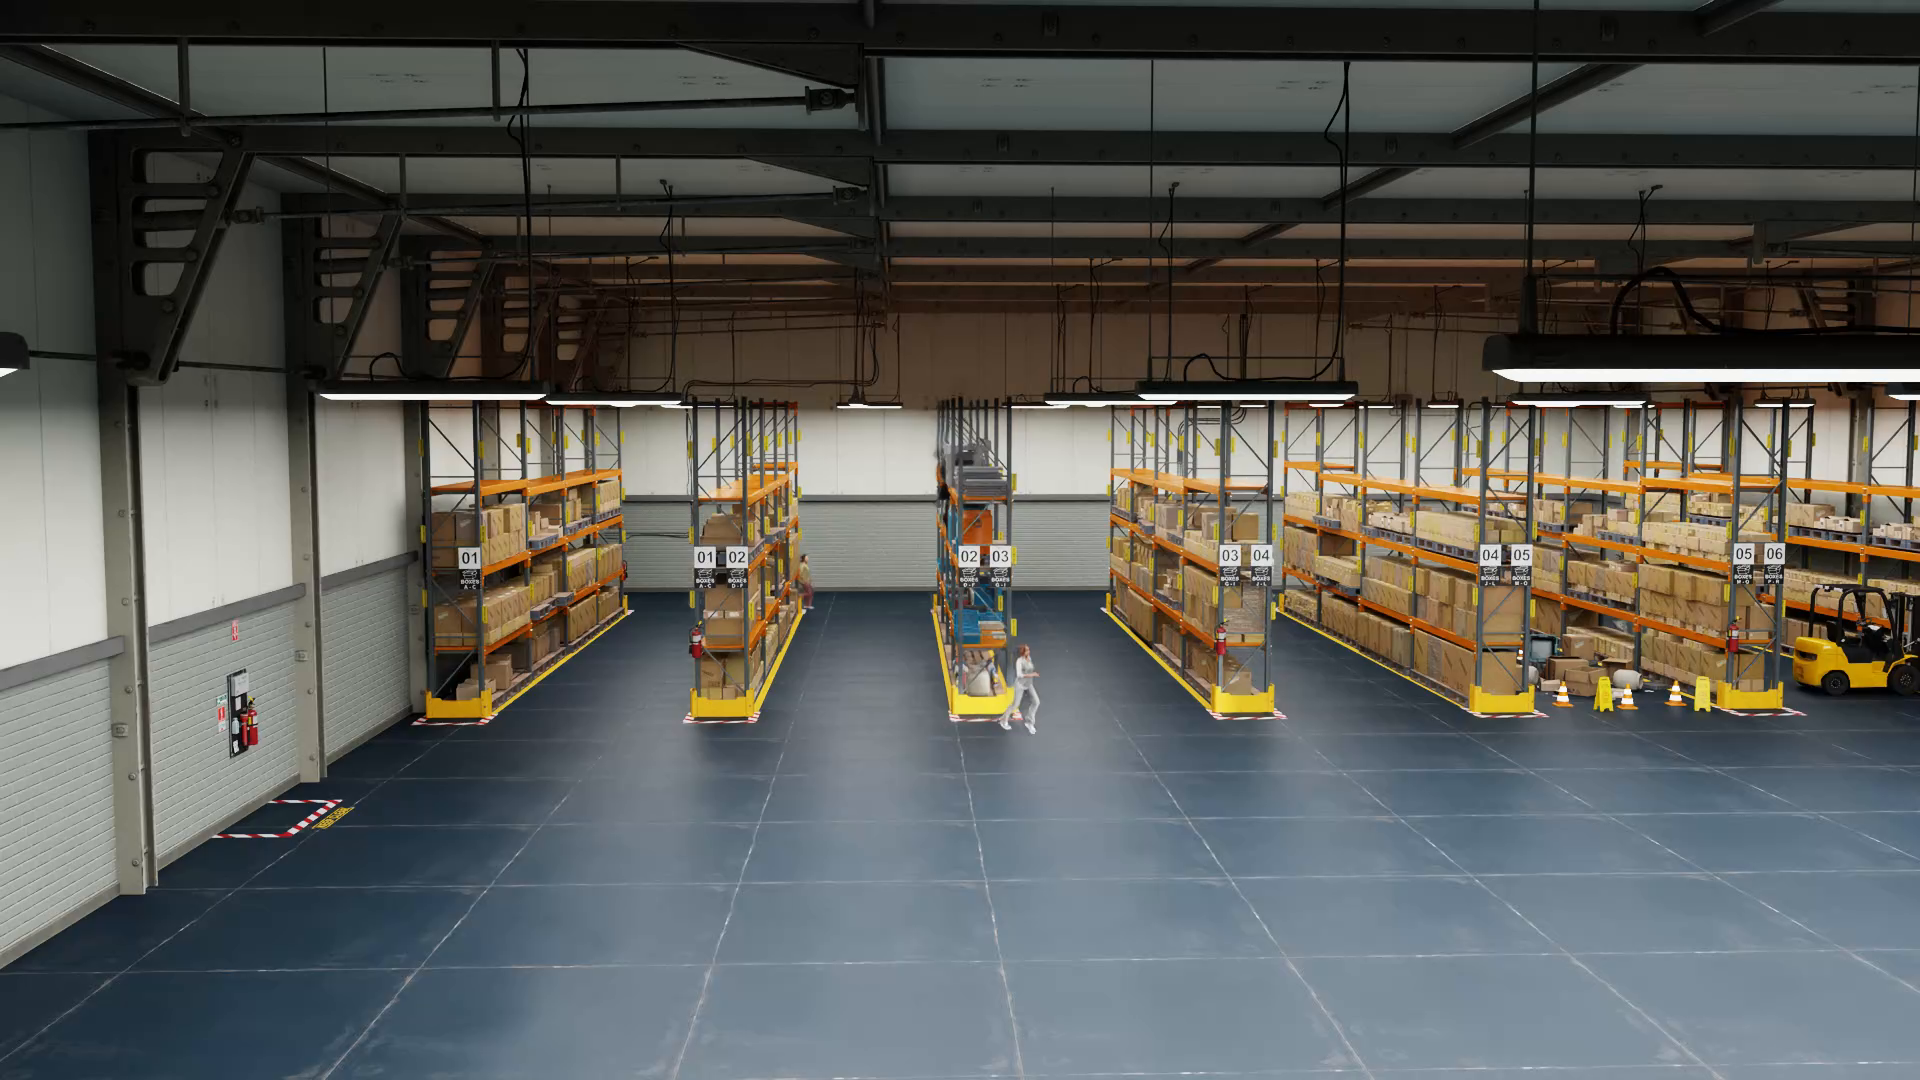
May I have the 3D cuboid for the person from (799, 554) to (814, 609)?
[{"bbox_3d":[-4.559,1.208,48.179,0.587,1.614,0.613,1,4,8],"label":"person"}]

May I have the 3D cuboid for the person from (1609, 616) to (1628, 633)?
[{"bbox_3d":[16.637,1.616,41.888,0.687,1.738,0.551,0,4,-3],"label":"person"}]

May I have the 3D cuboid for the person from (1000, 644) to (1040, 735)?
[{"bbox_3d":[1.111,2.653,29.572,0.832,1.599,0.548,4,6,40],"label":"person"}]

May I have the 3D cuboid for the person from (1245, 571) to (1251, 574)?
[{"bbox_3d":[8.054,1.228,46.962,0.719,1.788,0.989,1,4,8],"label":"person"}]
